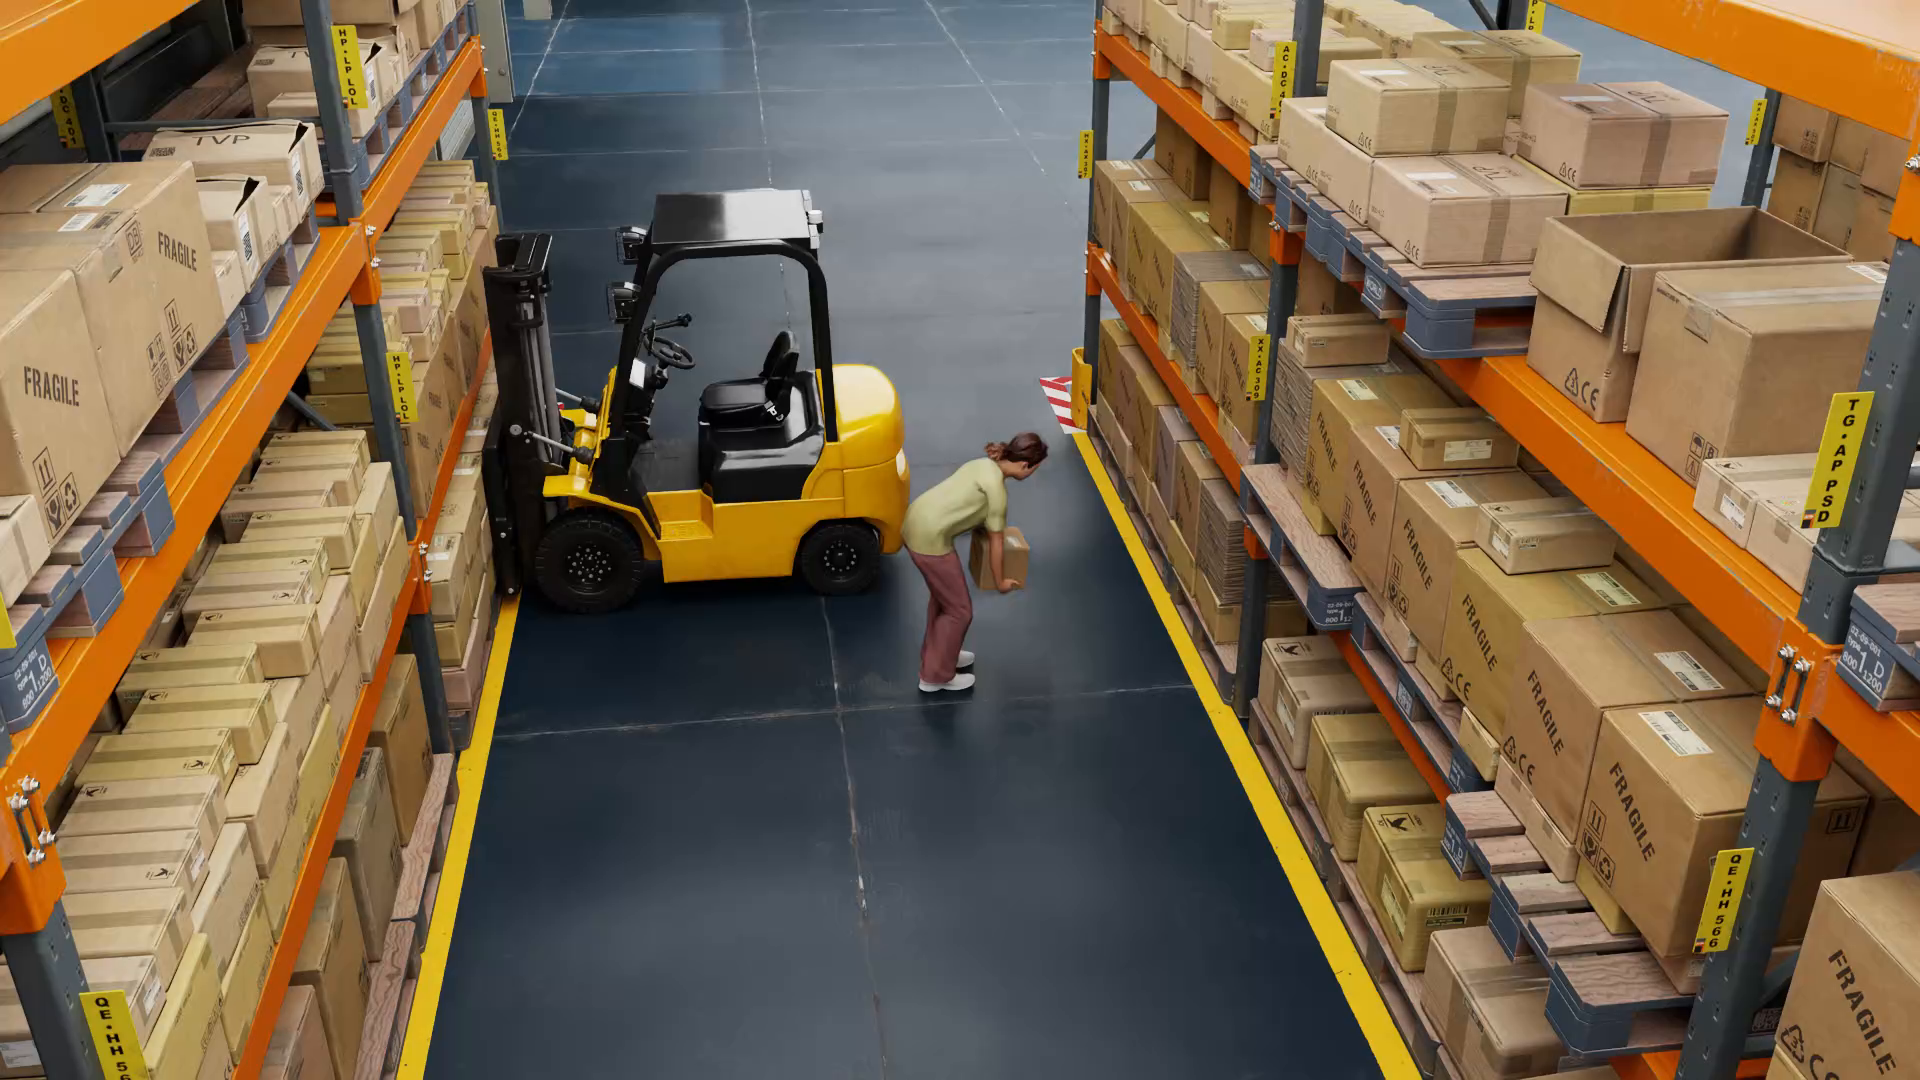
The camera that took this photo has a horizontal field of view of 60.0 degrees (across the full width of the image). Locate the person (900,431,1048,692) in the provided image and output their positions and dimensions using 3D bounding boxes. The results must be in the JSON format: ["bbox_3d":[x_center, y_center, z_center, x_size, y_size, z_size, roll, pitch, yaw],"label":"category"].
[{"bbox_3d":[0.080,0.103,8.748,0.777,1.380,0.406,-8,28,-15],"label":"person"}]
